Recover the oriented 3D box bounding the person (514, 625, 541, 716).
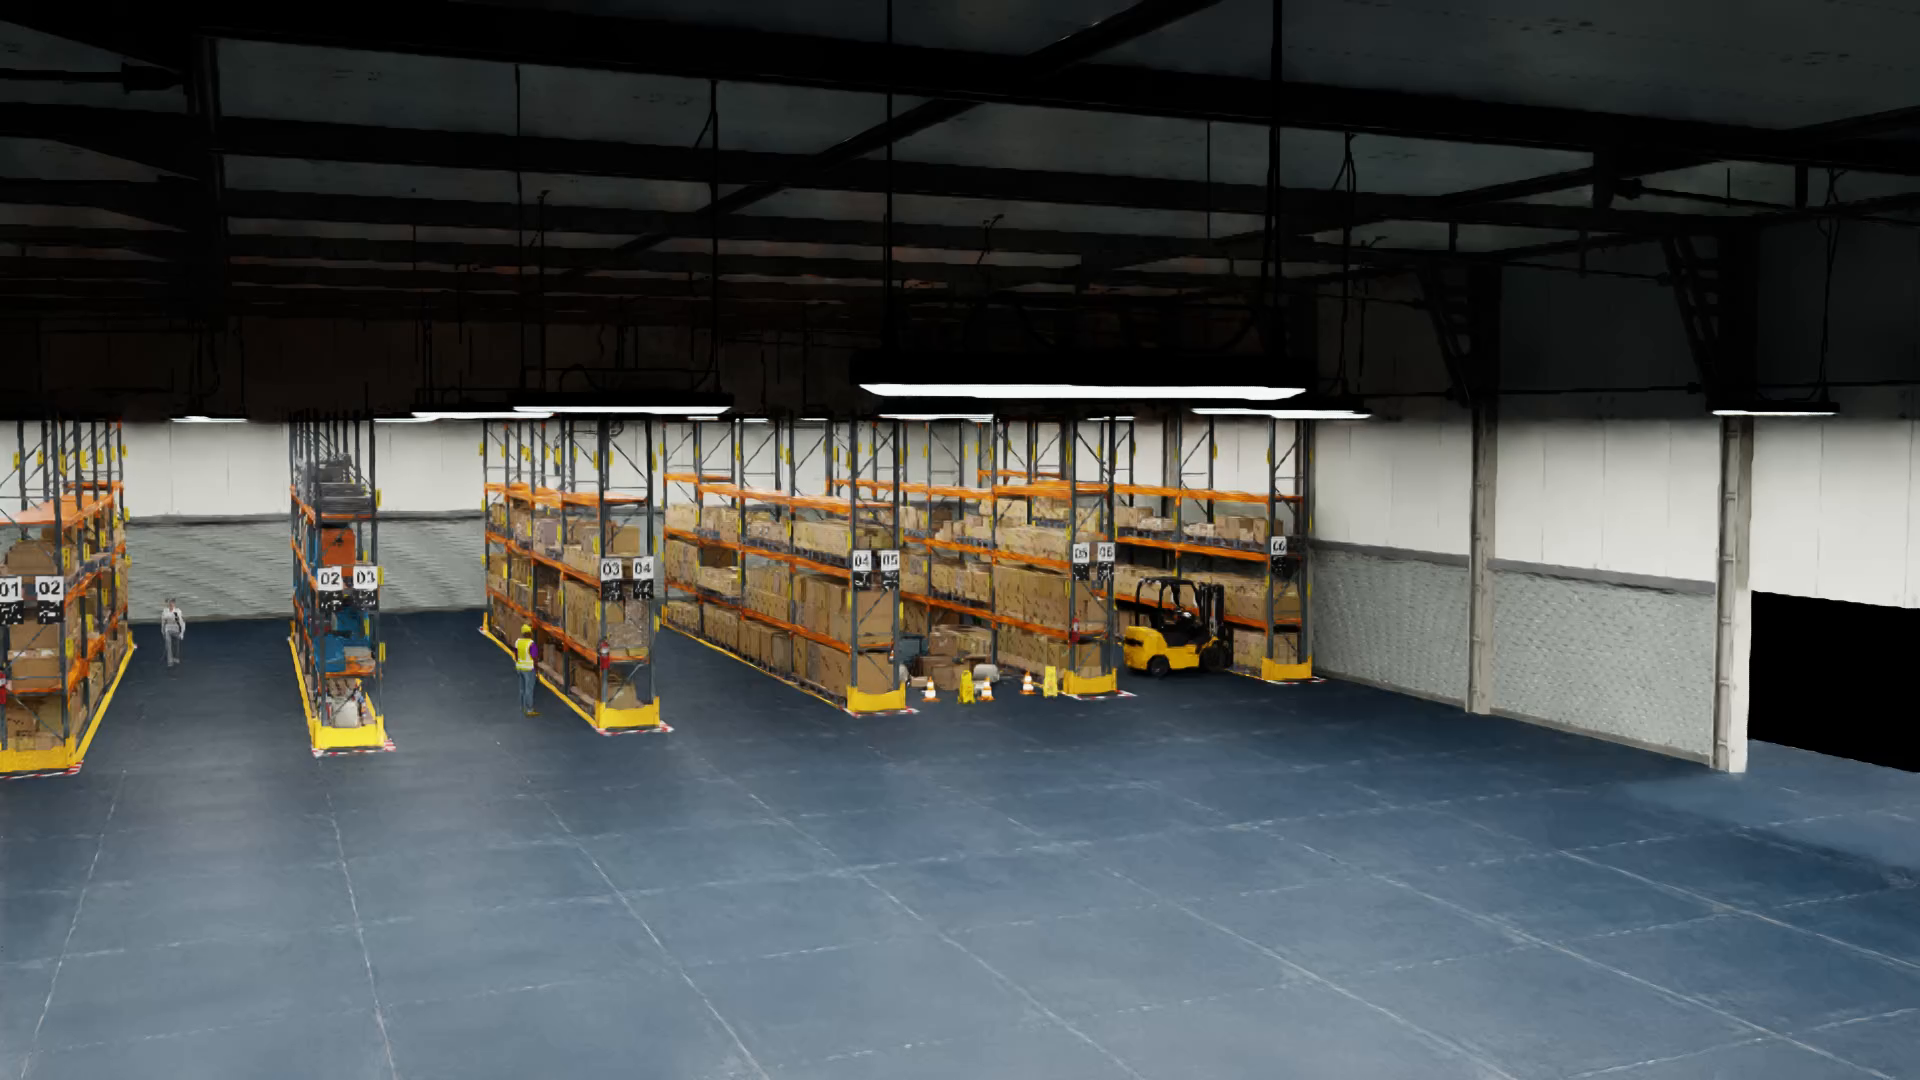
[{"bbox_3d":[-8.454,2.537,32.631,0.632,1.768,0.448,3,5,36],"label":"person"}]

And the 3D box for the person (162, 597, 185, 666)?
[{"bbox_3d":[-18.607,2.148,39.332,0.500,1.625,0.997,-2,4,-24],"label":"person"}]

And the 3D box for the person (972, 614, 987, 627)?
[{"bbox_3d":[0.536,1.523,46.926,0.625,1.794,0.468,4,6,44],"label":"person"}]
